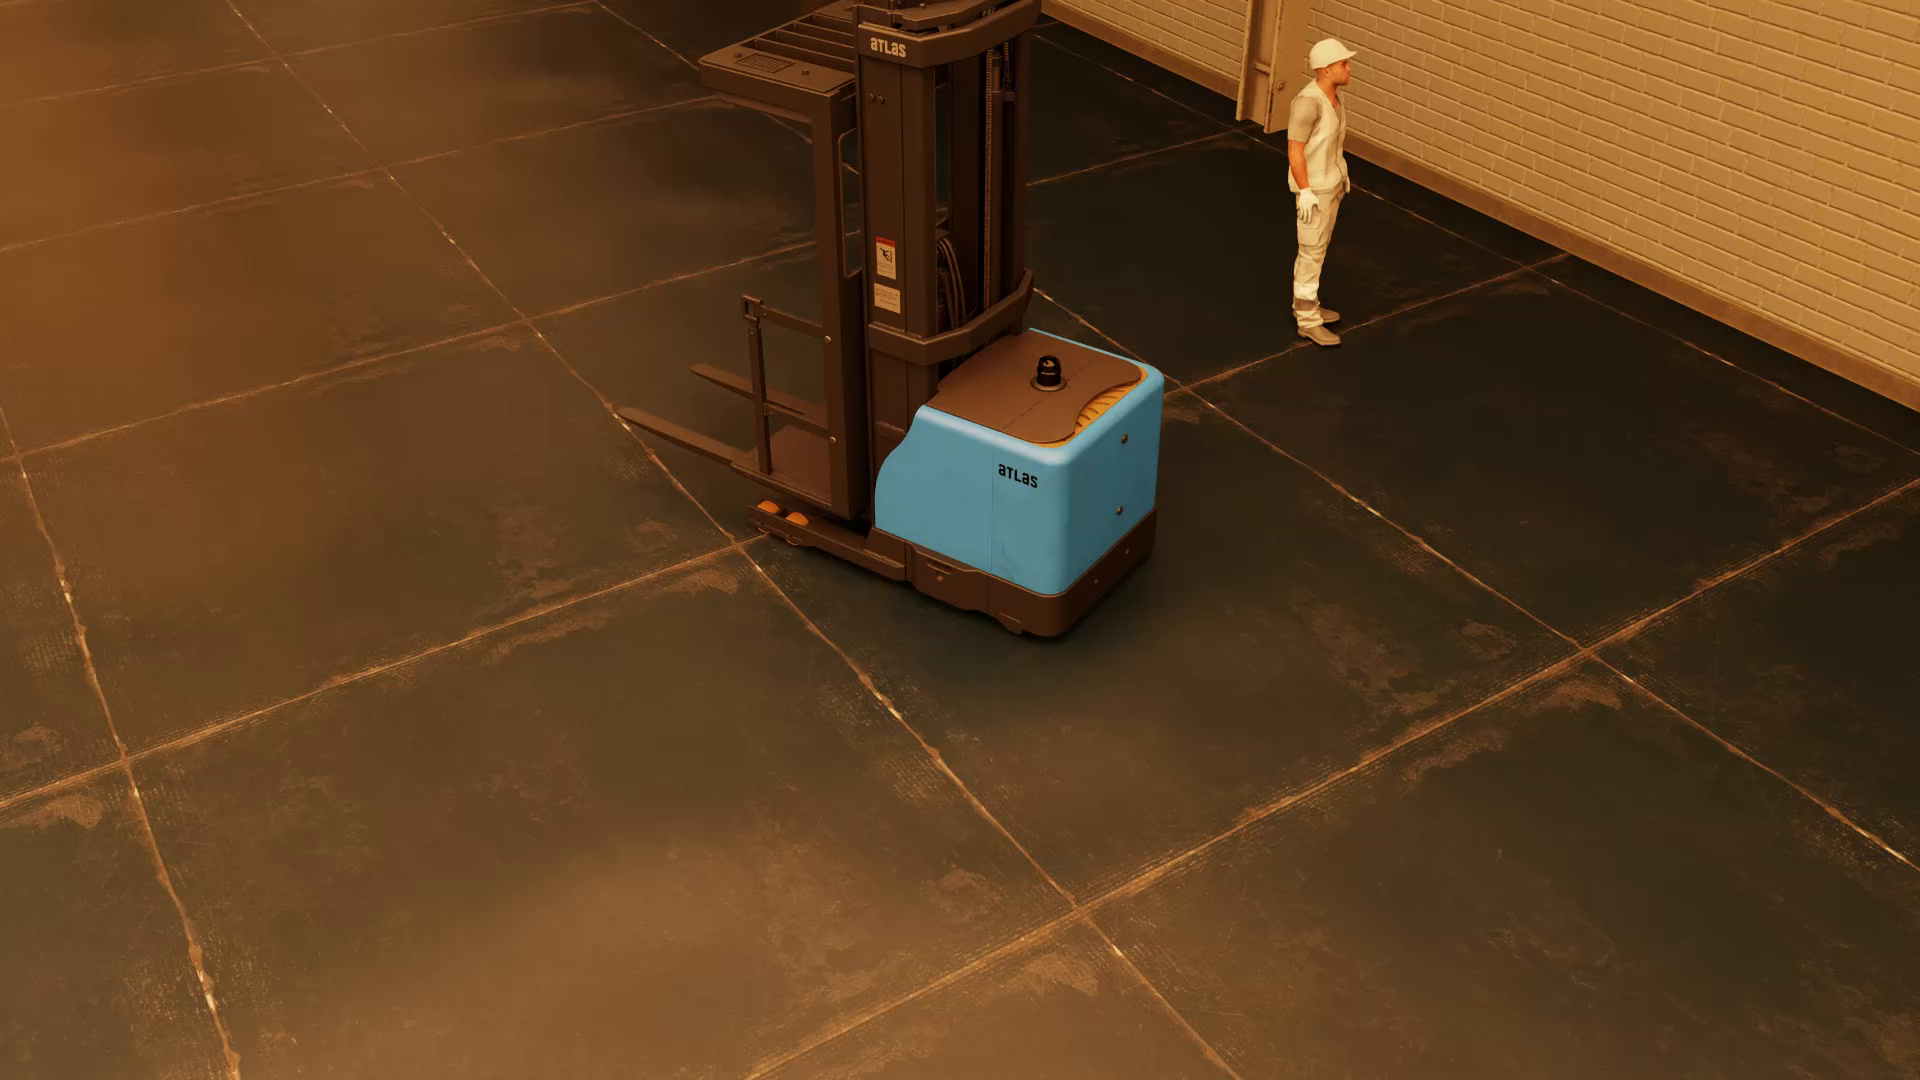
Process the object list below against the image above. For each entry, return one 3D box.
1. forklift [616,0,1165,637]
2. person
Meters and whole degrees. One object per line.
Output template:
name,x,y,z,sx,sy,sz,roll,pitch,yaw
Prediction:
forklift,-0.500,-1.399,8.138,3.031,2.935,1.130,22,41,28
person,2.266,-2.144,10.179,0.566,1.786,0.637,20,40,26
